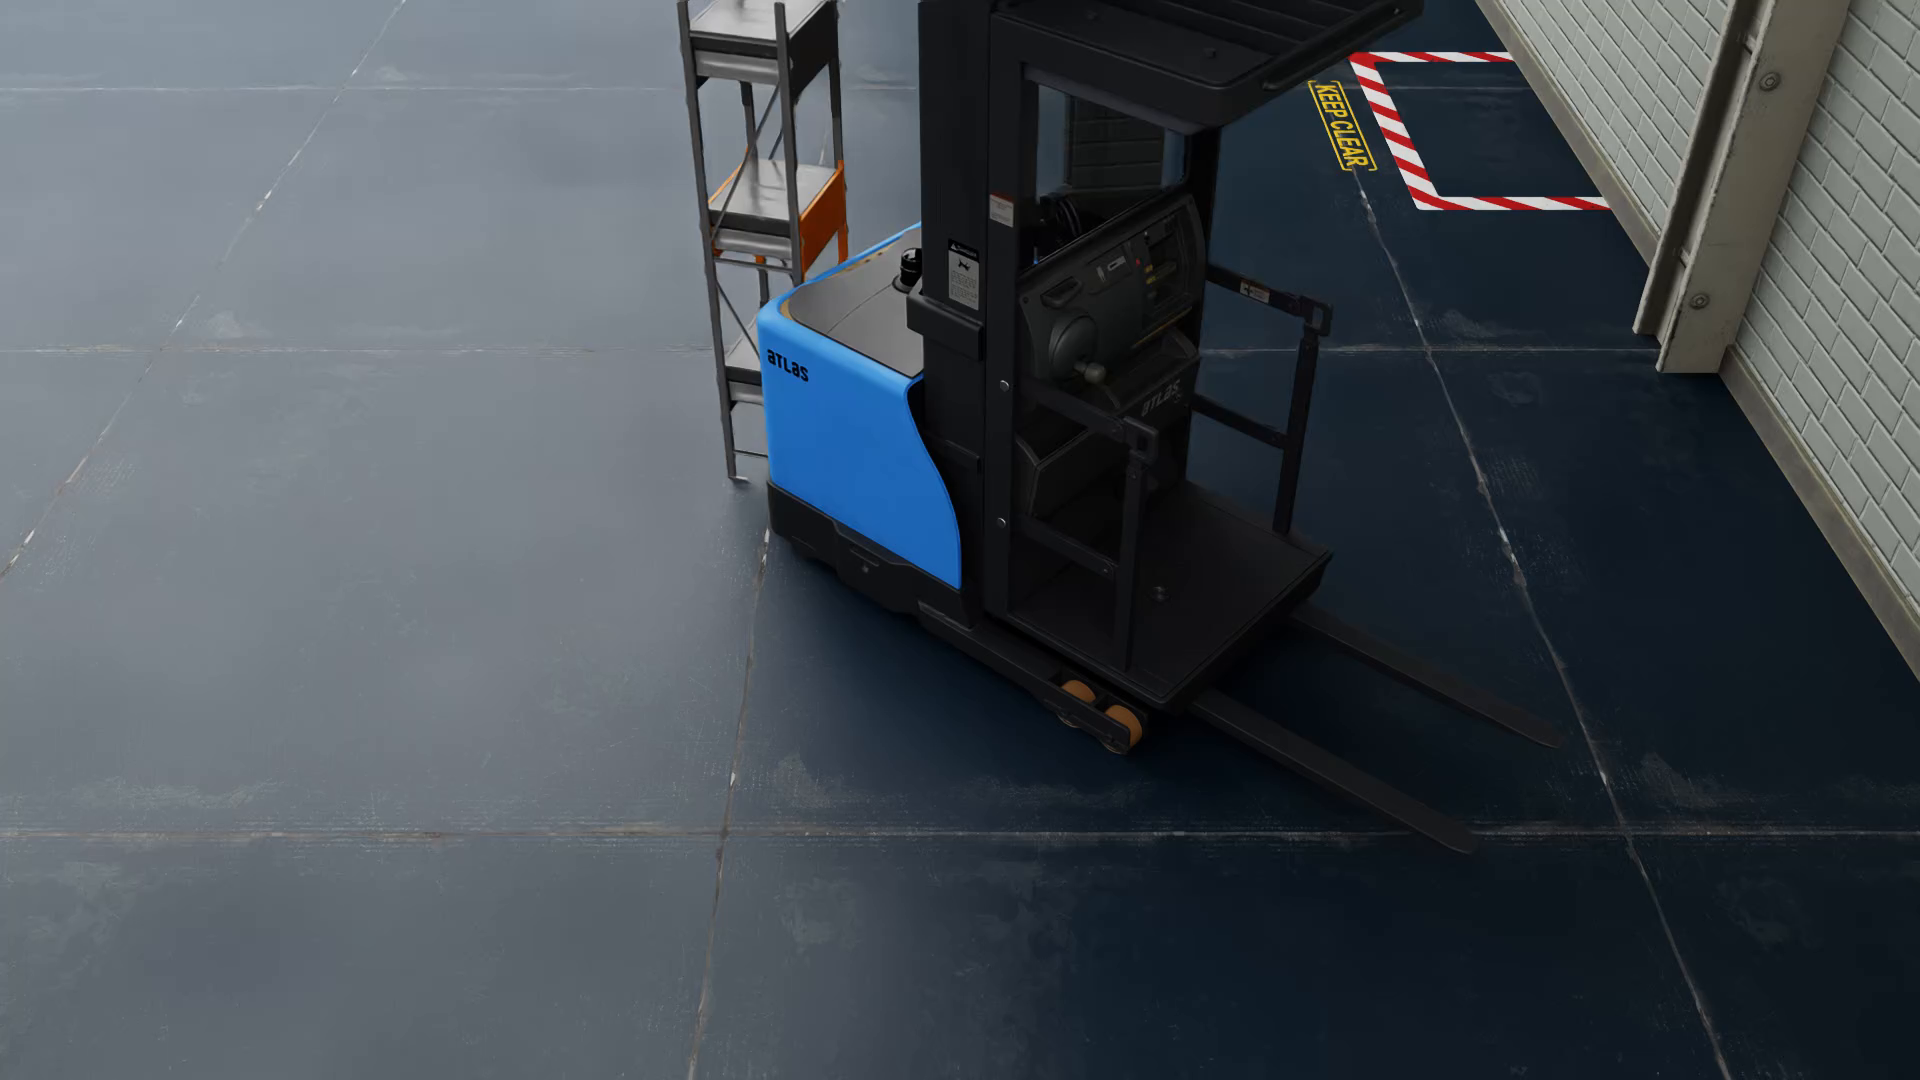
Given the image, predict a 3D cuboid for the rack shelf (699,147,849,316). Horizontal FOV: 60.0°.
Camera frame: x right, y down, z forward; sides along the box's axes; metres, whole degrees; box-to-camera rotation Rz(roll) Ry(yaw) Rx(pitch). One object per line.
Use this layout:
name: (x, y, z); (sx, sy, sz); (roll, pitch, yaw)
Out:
rack shelf: (-0.723, -1.185, 6.572); (0.431, 0.518, 0.480); (11, 40, 13)

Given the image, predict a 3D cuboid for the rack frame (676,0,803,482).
rack frame: (-0.793, -1.050, 6.381); (0.400, 2.100, 0.015); (11, 40, 13)

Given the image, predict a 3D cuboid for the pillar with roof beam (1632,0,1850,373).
pillar with roof beam: (-0.906, -4.410, 5.057); (9.100, 9.000, 0.400); (0, 39, 0)

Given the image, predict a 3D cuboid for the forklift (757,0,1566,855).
forklift: (0.673, -0.773, 5.370); (3.031, 2.935, 1.130); (29, 47, 31)

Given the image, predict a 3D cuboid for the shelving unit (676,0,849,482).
shelving unit: (-0.723, -1.196, 6.563); (0.431, 2.100, 0.503); (11, 40, 13)

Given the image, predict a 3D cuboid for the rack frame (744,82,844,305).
rack frame: (-0.652, -1.342, 6.746); (0.400, 2.100, 0.015); (11, 40, 13)

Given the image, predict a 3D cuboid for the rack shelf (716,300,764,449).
rack shelf: (-0.723, -0.639, 7.010); (0.431, 0.518, 0.480); (11, 40, 13)

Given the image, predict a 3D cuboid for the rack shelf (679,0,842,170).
rack shelf: (-0.723, -1.732, 6.134); (0.431, 0.518, 0.480); (11, 40, 13)
